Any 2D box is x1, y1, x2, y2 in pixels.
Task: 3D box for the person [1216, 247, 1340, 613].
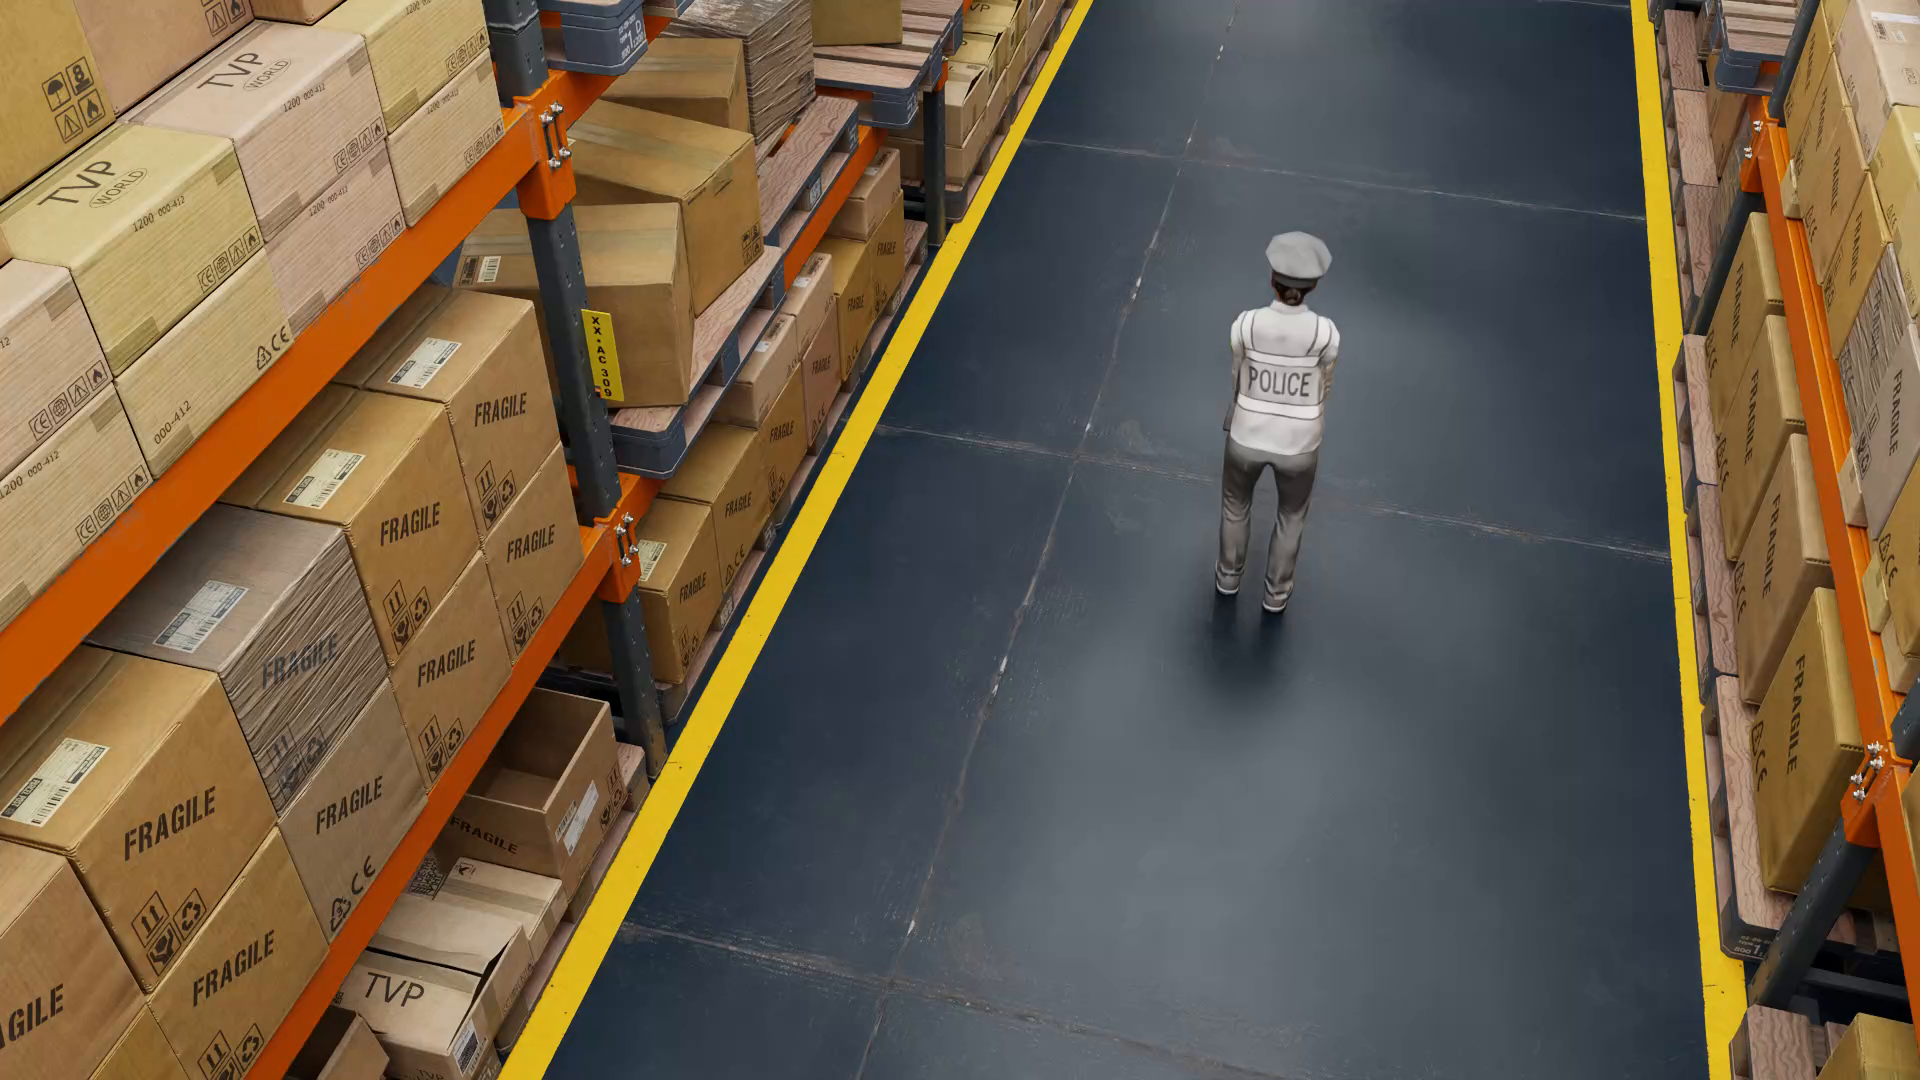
[{"bbox_3d":[1.260,-0.459,6.666,0.453,1.691,0.523,10,42,11],"label":"person"}]
